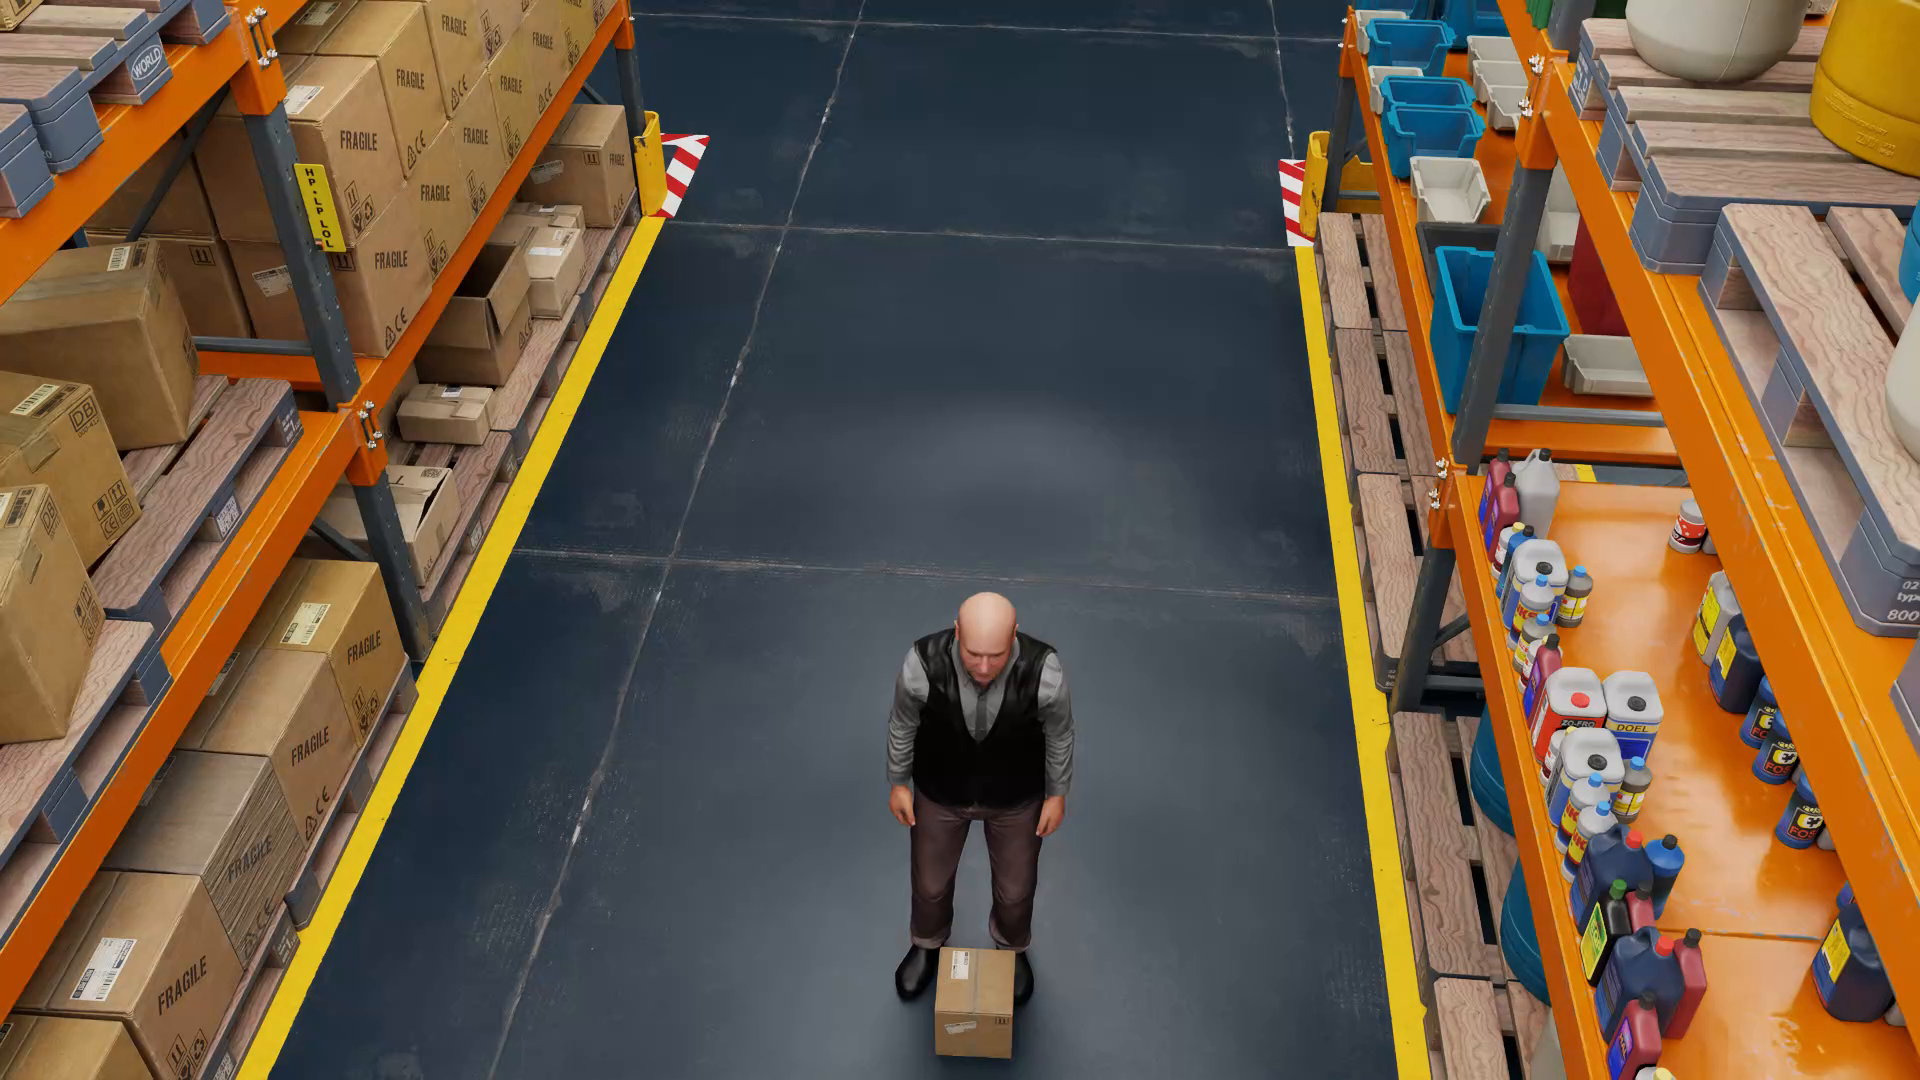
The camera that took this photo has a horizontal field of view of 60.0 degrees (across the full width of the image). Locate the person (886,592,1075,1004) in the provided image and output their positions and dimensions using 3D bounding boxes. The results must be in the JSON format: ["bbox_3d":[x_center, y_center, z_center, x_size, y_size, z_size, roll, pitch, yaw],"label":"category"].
[{"bbox_3d":[0.061,0.821,5.272,0.578,1.614,0.419,3,40,3],"label":"person"}]
